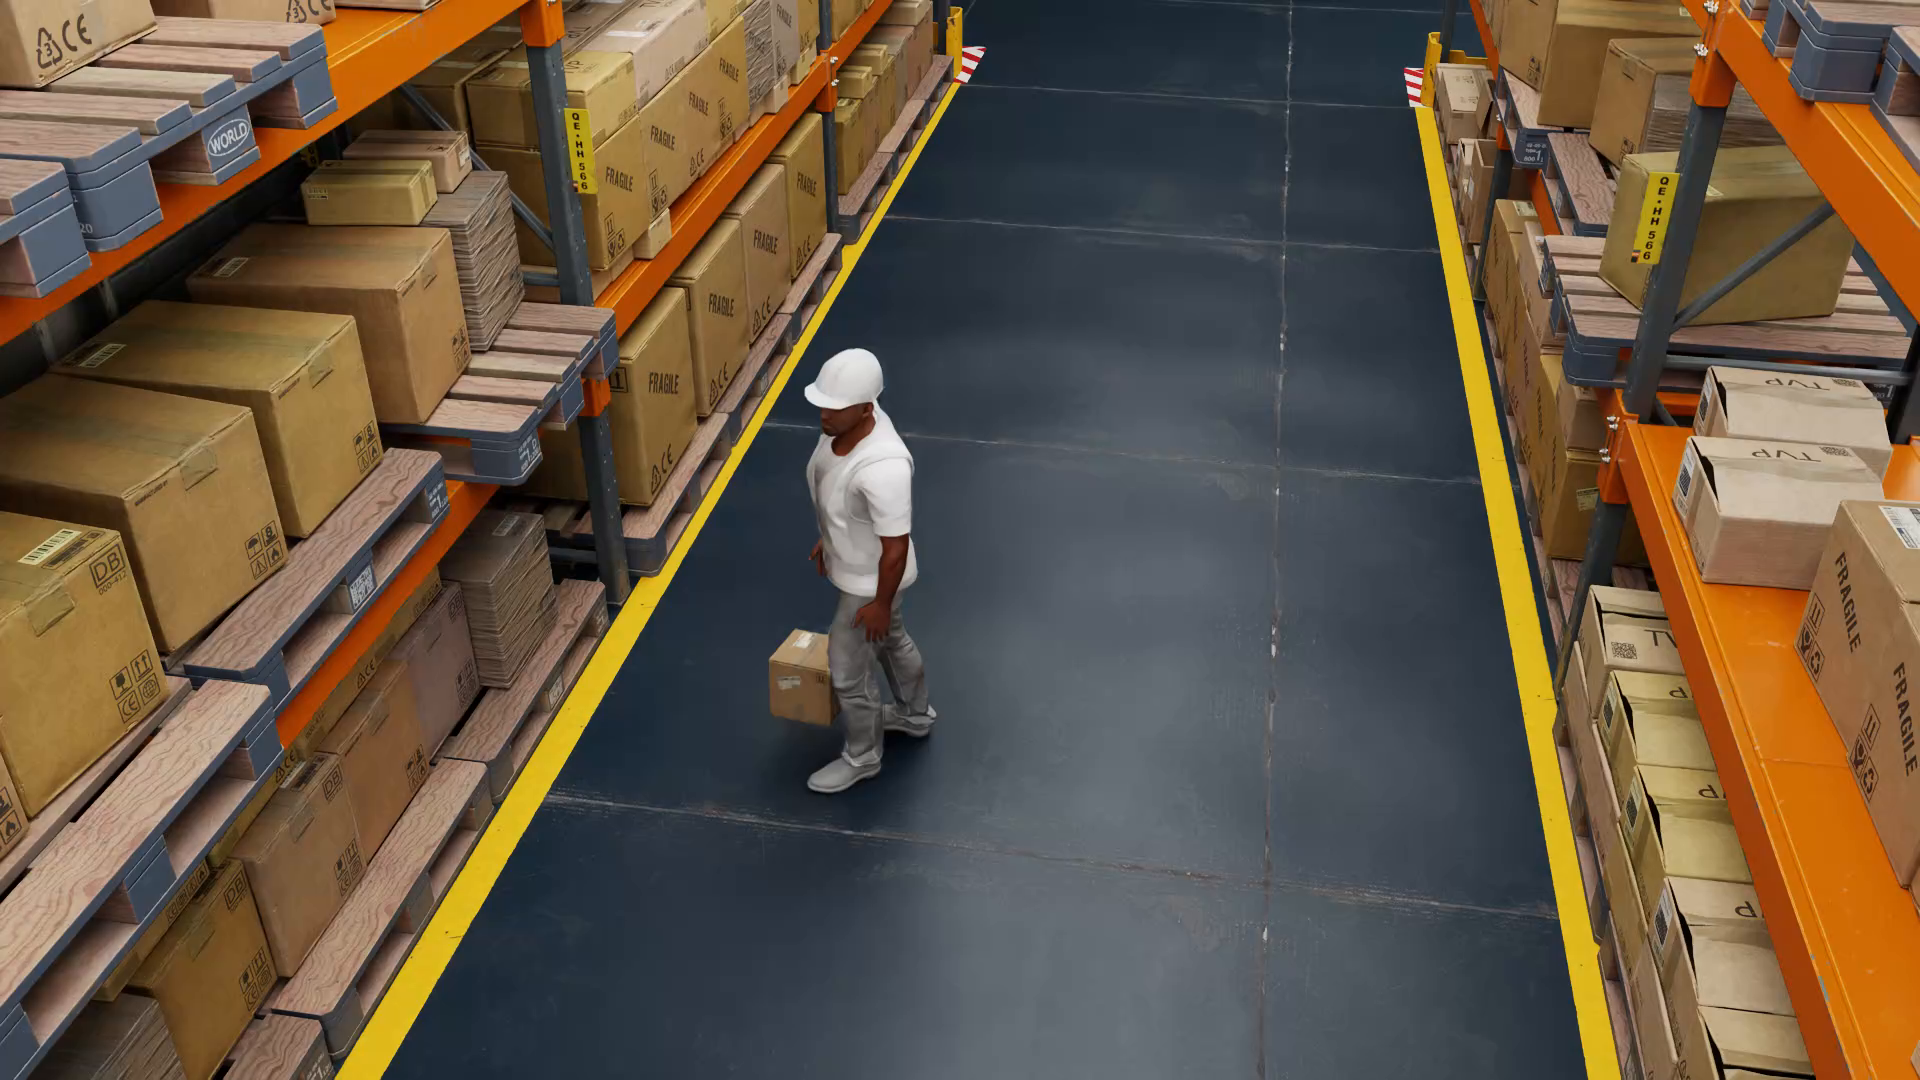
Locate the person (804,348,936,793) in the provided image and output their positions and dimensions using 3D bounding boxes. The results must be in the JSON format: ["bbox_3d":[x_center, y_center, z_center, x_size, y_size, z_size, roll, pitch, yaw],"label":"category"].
[{"bbox_3d":[-0.340,0.105,5.952,0.556,1.761,0.581,-9,33,-14],"label":"person"}]
